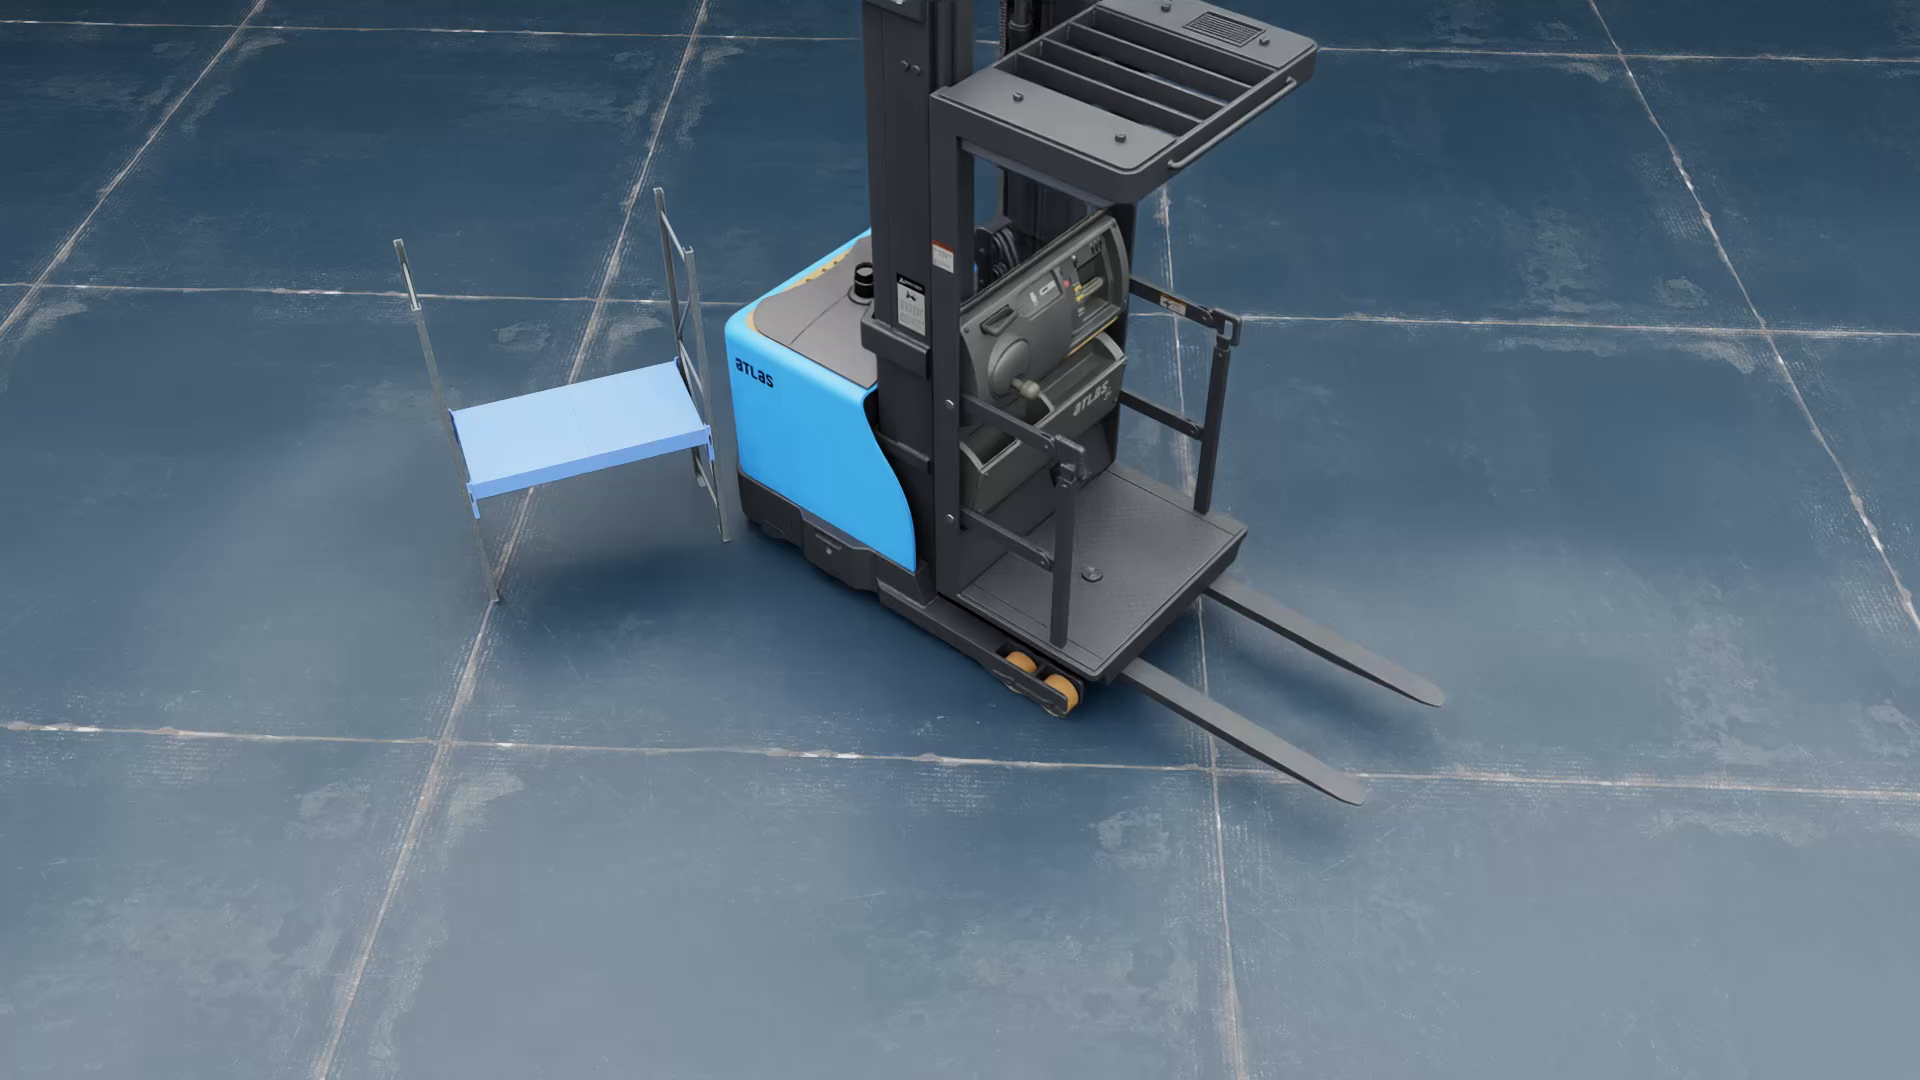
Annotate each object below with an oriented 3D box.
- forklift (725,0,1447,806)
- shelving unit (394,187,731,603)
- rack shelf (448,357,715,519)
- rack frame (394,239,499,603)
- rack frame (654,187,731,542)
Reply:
[{"bbox_3d":[0.487,-0.786,6.029,3.031,2.935,1.130,29,50,28],"label":"forklift"},{"bbox_3d":[-1.590,-0.572,6.849,1.048,1.500,0.538,-15,45,-16],"label":"shelving unit"},{"bbox_3d":[-1.590,-0.440,6.972,1.000,0.185,0.538,-15,45,-16],"label":"rack shelf"},{"bbox_3d":[-2.063,-0.444,6.711,0.032,1.500,0.500,-15,45,-16],"label":"rack frame"},{"bbox_3d":[-1.118,-0.700,6.987,0.032,1.500,0.500,-15,45,-16],"label":"rack frame"}]
